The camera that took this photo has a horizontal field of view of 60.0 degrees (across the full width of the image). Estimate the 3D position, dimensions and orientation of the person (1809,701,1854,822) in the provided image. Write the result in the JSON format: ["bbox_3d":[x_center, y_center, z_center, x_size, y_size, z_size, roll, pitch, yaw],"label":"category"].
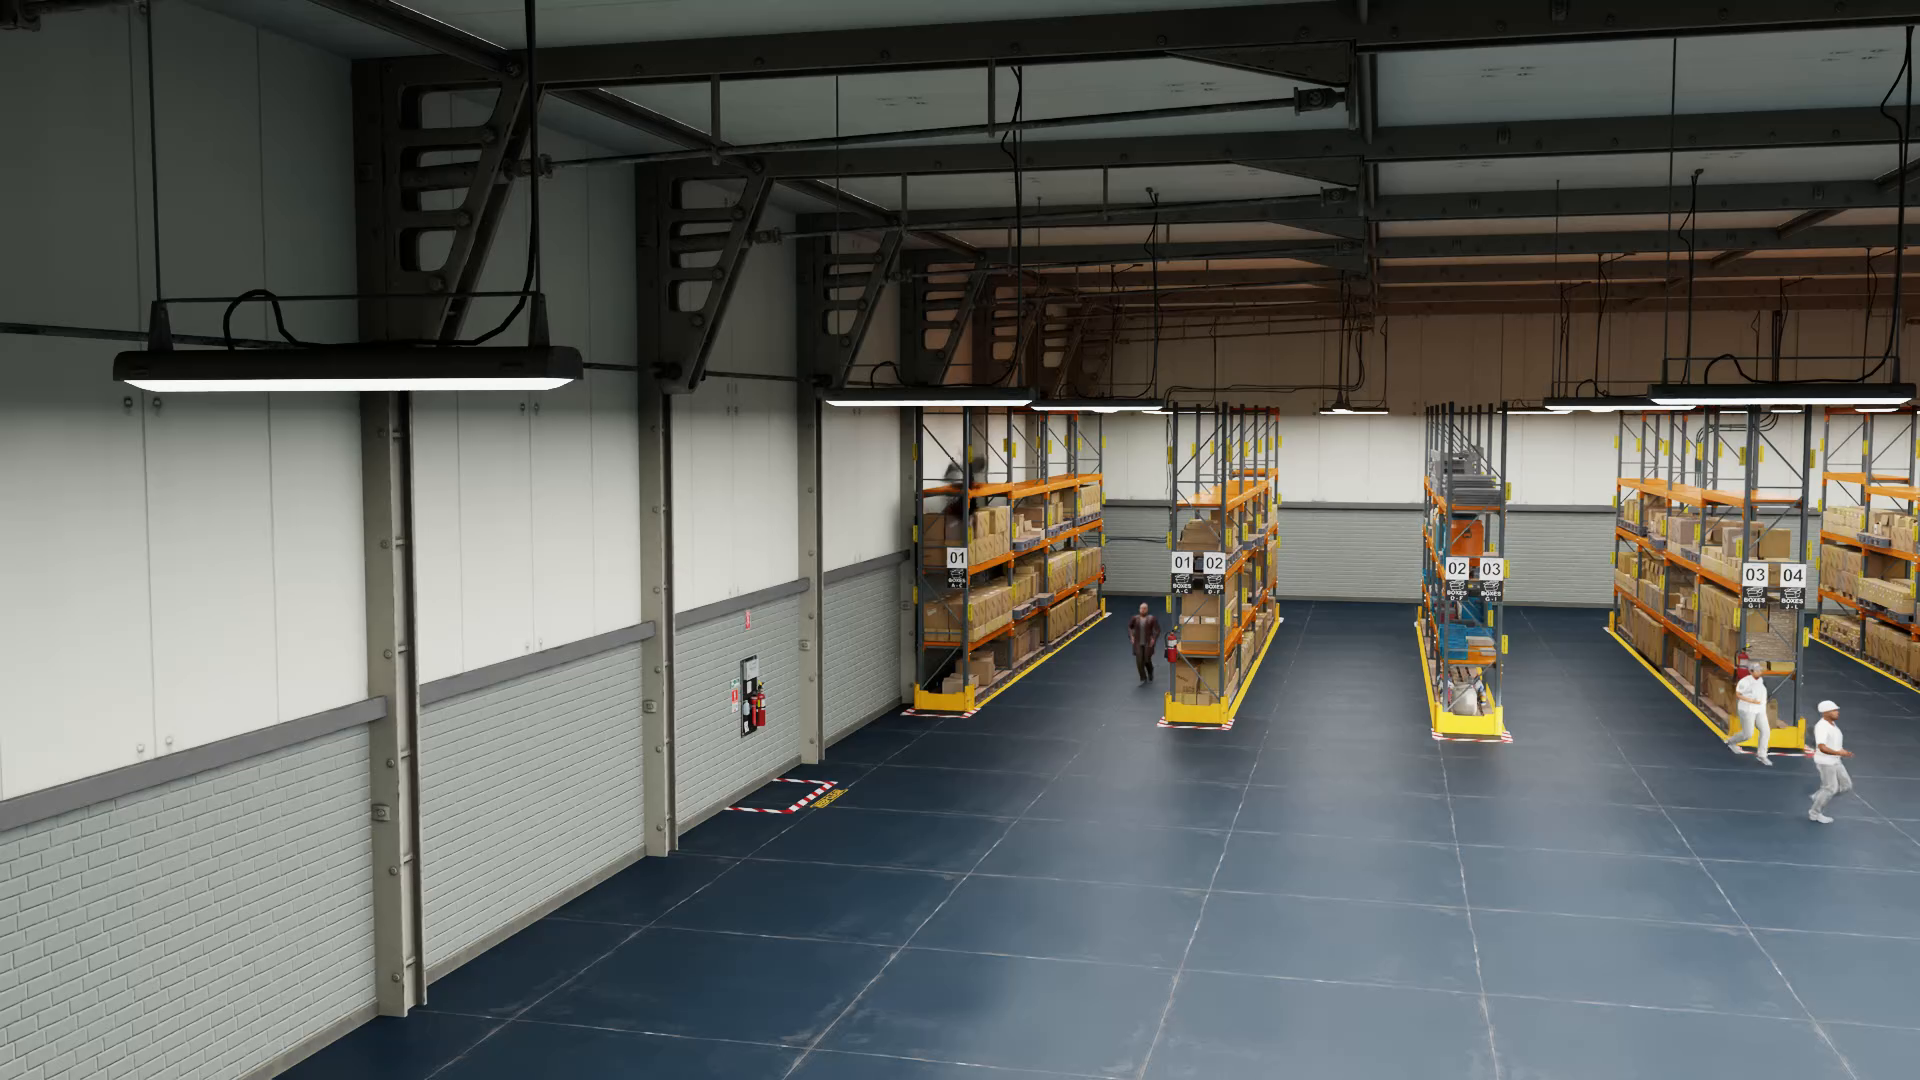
[{"bbox_3d":[12.291,3.124,23.448,0.586,1.724,0.691,4,6,40],"label":"person"}]

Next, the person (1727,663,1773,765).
[{"bbox_3d":[13.171,2.866,27.696,0.643,1.674,0.848,-1,4,-19],"label":"person"}]

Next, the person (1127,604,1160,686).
[{"bbox_3d":[3.923,2.224,35.615,0.721,1.746,0.639,1,4,16],"label":"person"}]
